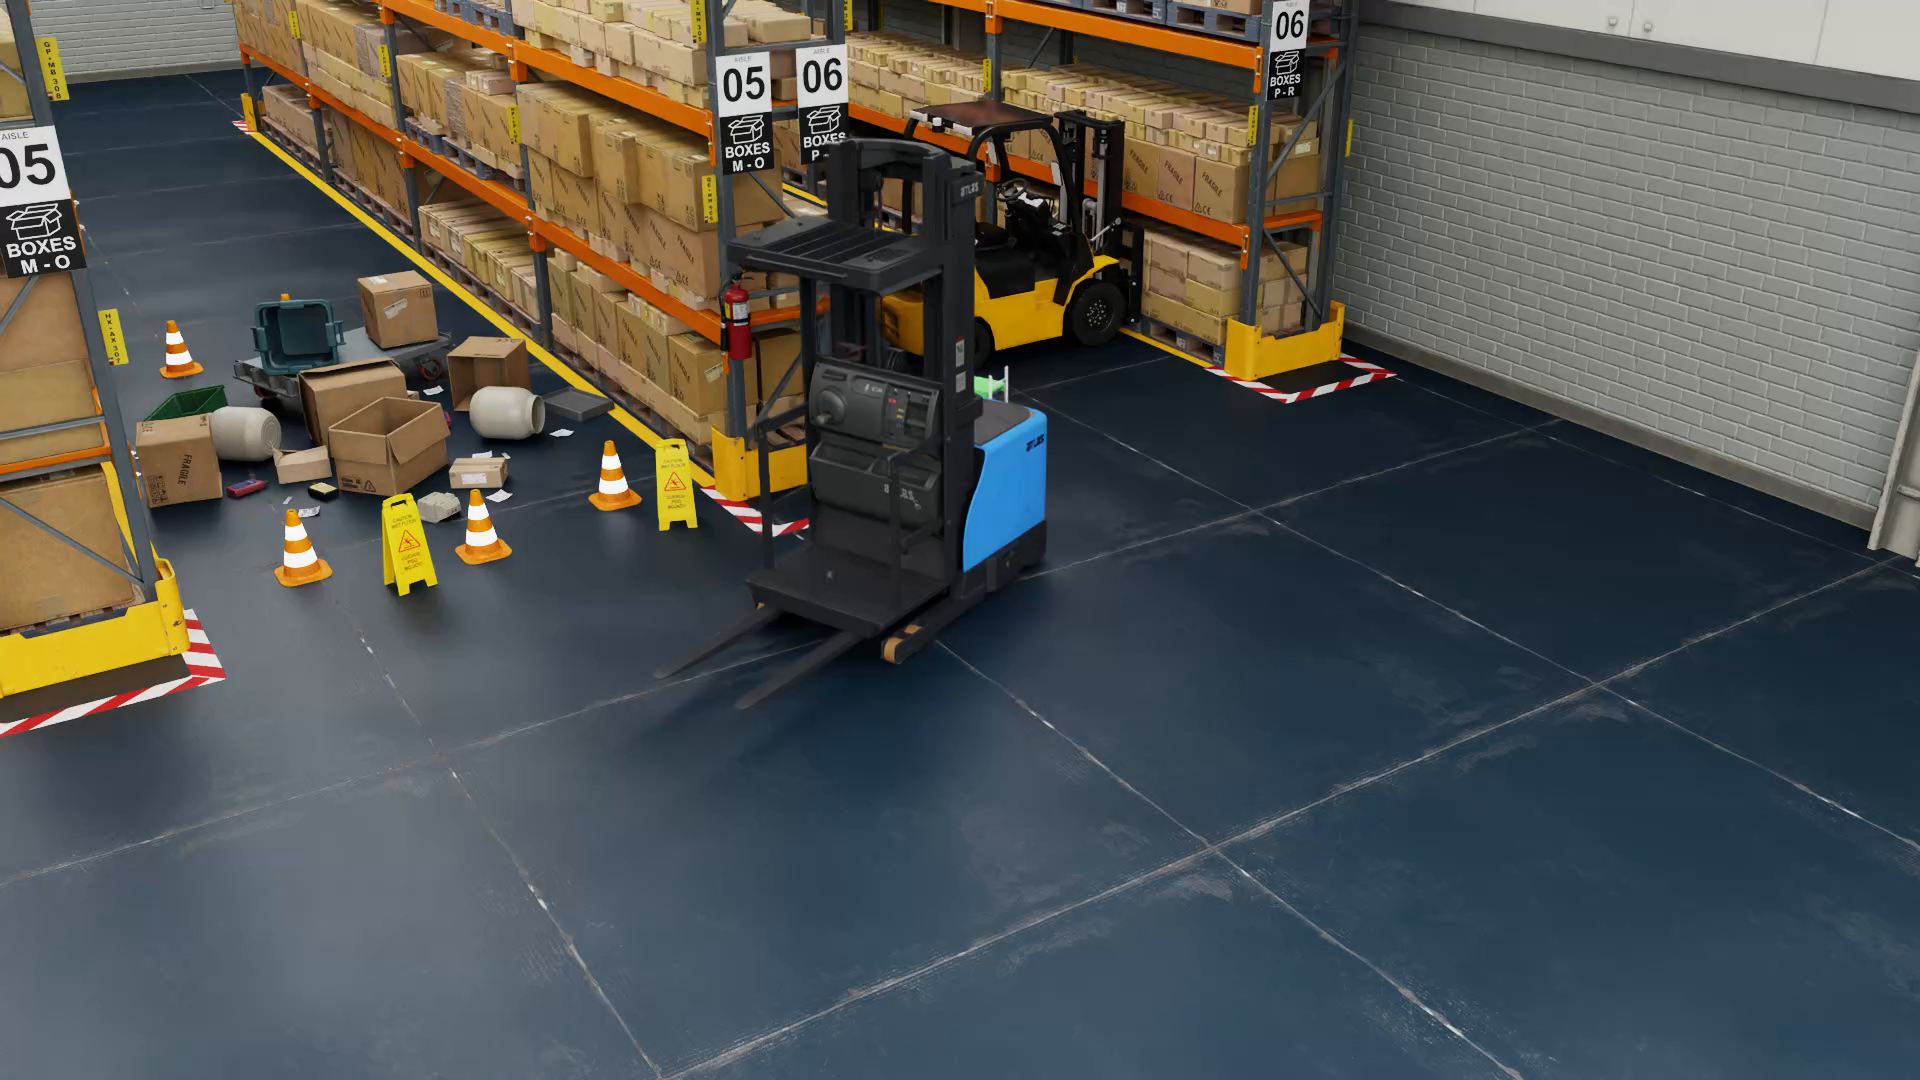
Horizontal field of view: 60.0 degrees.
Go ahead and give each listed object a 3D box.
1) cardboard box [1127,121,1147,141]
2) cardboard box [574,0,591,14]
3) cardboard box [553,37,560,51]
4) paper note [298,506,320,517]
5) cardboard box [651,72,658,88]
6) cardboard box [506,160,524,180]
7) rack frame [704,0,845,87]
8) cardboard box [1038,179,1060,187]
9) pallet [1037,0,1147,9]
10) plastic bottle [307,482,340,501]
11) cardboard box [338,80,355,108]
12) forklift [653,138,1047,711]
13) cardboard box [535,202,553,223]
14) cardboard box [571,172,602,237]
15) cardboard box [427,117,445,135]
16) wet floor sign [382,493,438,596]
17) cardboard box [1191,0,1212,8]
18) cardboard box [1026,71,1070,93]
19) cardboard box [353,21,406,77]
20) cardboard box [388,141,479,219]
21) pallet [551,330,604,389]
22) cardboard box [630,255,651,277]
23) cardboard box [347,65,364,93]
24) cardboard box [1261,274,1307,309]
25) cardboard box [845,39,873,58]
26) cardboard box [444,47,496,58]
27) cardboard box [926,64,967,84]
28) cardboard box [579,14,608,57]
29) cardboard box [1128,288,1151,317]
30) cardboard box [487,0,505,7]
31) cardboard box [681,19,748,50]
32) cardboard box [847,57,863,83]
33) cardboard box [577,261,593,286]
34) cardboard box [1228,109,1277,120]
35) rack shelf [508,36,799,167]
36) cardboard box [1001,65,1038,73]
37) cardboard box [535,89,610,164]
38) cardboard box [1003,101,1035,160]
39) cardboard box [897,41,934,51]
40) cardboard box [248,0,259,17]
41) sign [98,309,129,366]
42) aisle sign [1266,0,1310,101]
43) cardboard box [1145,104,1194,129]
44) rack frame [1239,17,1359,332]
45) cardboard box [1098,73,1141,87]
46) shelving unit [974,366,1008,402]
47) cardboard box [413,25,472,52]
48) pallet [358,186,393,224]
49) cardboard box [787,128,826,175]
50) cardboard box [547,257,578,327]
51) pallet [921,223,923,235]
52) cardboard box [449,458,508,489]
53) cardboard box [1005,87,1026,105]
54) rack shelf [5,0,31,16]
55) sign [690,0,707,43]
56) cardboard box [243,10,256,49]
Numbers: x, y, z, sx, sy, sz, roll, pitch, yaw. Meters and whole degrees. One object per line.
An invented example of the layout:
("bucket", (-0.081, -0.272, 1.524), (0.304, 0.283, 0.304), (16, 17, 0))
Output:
("cardboard box", (1.769, -3.808, 15.388), (0.380, 0.149, 0.250), (-15, 29, -29))
("cardboard box", (-2.772, -4.192, 12.925), (0.380, 0.149, 0.250), (-16, 30, -30))
("cardboard box", (-3.138, -4.135, 13.738), (0.380, 0.149, 0.250), (-16, 29, -30))
("paper note", (-4.746, -0.208, 12.119), (0.144, 0.017, 0.142), (-6, 26, -12))
("cardboard box", (-2.035, -3.395, 12.171), (0.380, 0.149, 0.250), (-15, 29, -29))
("cardboard box", (-3.939, -3.426, 15.259), (0.380, 0.149, 0.250), (-15, 29, -29))
("rack frame", (-1.243, -4.512, 10.730), (1.000, 3.000, 0.127), (-16, 29, -30))
("cardboard box", (1.161, -3.656, 17.501), (0.500, 0.250, 0.500), (-15, 29, -29))
("pallet", (1.217, -5.406, 16.240), (1.003, 0.211, 1.213), (-16, 29, -30))
("plastic bottle", (-4.777, -0.371, 12.426), (0.283, 0.061, 0.133), (18, 31, 33))
("cardboard box", (-6.960, -5.252, 19.500), (0.500, 0.250, 0.500), (-16, 30, -30))
("forklift", (-0.646, -0.799, 9.972), (1.130, 2.935, 3.031), (16, 30, 30))
("cardboard box", (-3.524, -2.929, 14.698), (0.380, 0.149, 0.250), (-16, 29, -30))
("cardboard box", (-2.864, -2.831, 13.730), (0.500, 0.500, 0.500), (-16, 30, -30))
("cardboard box", (-5.219, -4.257, 17.018), (0.380, 0.149, 0.250), (-15, 29, -29))
("wet floor sign", (-3.661, 0.004, 10.949), (0.267, 0.644, 0.232), (-22, 33, -38))
("cardboard box", (2.207, -4.661, 14.244), (0.380, 0.149, 0.250), (-16, 30, -31))
("cardboard box", (0.889, -4.610, 16.738), (0.380, 0.149, 0.250), (-15, 29, -29))
("cardboard box", (-6.399, -5.464, 18.484), (0.500, 0.500, 0.500), (-15, 29, -29))
("cardboard box", (-5.918, -4.156, 19.000), (0.875, 0.875, 0.875), (-16, 30, -30))
("pallet", (-3.031, -1.737, 15.145), (1.003, 0.211, 1.213), (-16, 29, -30))
("cardboard box", (-2.384, -2.211, 13.176), (0.380, 0.149, 0.250), (-16, 30, -30))
("cardboard box", (-6.667, -5.294, 19.003), (0.500, 0.250, 0.500), (-16, 30, -31))
("cardboard box", (2.831, -2.347, 15.313), (0.500, 0.250, 0.500), (-15, 29, -29))
("cardboard box", (-1.218, -5.794, 19.595), (0.380, 0.149, 0.250), (-15, 29, -28))
("cardboard box", (-5.129, -4.933, 17.690), (0.500, 0.500, 0.500), (-17, 30, -31))
("cardboard box", (-0.143, -5.048, 18.016), (0.380, 0.149, 0.250), (-17, 30, -31))
("cardboard box", (-2.587, -3.888, 12.747), (0.500, 0.250, 0.500), (-15, 29, -29))
("cardboard box", (1.863, -2.360, 15.926), (0.500, 0.250, 0.500), (-15, 29, -29))
("cardboard box", (-3.867, -4.884, 14.714), (0.500, 0.250, 0.500), (-16, 30, -31))
("cardboard box", (-1.675, -3.455, 11.364), (0.380, 0.149, 0.250), (-15, 29, -29))
("cardboard box", (-1.144, -5.582, 19.614), (0.500, 0.250, 0.500), (-15, 29, -28))
("cardboard box", (-3.031, -2.293, 14.147), (0.380, 0.149, 0.250), (-14, 29, -28))
("cardboard box", (2.639, -3.793, 15.008), (0.380, 0.149, 0.250), (-15, 29, -29))
("rack shelf", (-2.335, -3.546, 13.039), (1.077, 0.370, 4.000), (-16, 29, -30))
("cardboard box", (0.615, -5.011, 17.936), (0.380, 0.149, 0.250), (-17, 30, -31))
("cardboard box", (-3.108, -3.466, 13.905), (0.700, 0.500, 0.500), (-15, 29, -29))
("cardboard box", (0.753, -4.214, 17.008), (0.500, 0.500, 0.500), (-16, 30, -31))
("cardboard box", (-0.510, -5.731, 19.461), (0.380, 0.149, 0.250), (-16, 29, -30))
("cardboard box", (-9.379, -7.416, 22.620), (0.500, 0.500, 0.500), (-16, 30, -30))
("sign", (-4.867, -1.164, 9.558), (0.100, 0.325, 0.005), (-16, 29, -30))
("aisle sign", (2.703, -4.041, 13.714), (0.394, 0.787, 0.004), (-16, 29, -30))
("cardboard box", (1.906, -3.852, 15.132), (0.380, 0.149, 0.250), (-15, 29, -28))
("rack frame", (2.913, -2.958, 14.464), (1.000, 3.000, 0.127), (-16, 29, -30))
("cardboard box", (1.604, -4.552, 16.615), (0.380, 0.149, 0.250), (-16, 30, -31))
("shelving unit", (0.053, -0.665, 11.715), (0.503, 1.200, 0.258), (14, 29, 28))
("cardboard box", (-5.675, -5.392, 18.332), (0.500, 0.500, 0.500), (-17, 30, -31))
("pallet", (-6.640, -4.135, 20.225), (1.003, 0.211, 1.213), (-16, 29, -30))
("cardboard box", (-1.865, -4.980, 21.183), (0.500, 0.500, 0.500), (-15, 29, -28))
("cardboard box", (-3.331, -2.242, 14.798), (0.500, 0.500, 0.500), (-14, 29, -27))
("pallet", (0.295, -3.382, 18.629), (1.003, 0.211, 1.213), (-16, 29, -30))
("cardboard box", (-3.651, -0.508, 12.615), (0.380, 0.149, 0.250), (-1, 25, -3))
("cardboard box", (0.683, -4.552, 16.963), (0.380, 0.149, 0.250), (-16, 30, -30))
("rack shelf", (-6.427, -3.532, 9.964), (1.077, 0.370, 4.000), (-16, 29, -30))
("sign", (-1.719, -3.434, 10.922), (0.100, 0.325, 0.005), (-16, 29, -30))
("cardboard box", (-9.657, -7.155, 23.237), (0.500, 0.500, 0.500), (-16, 30, -30))
